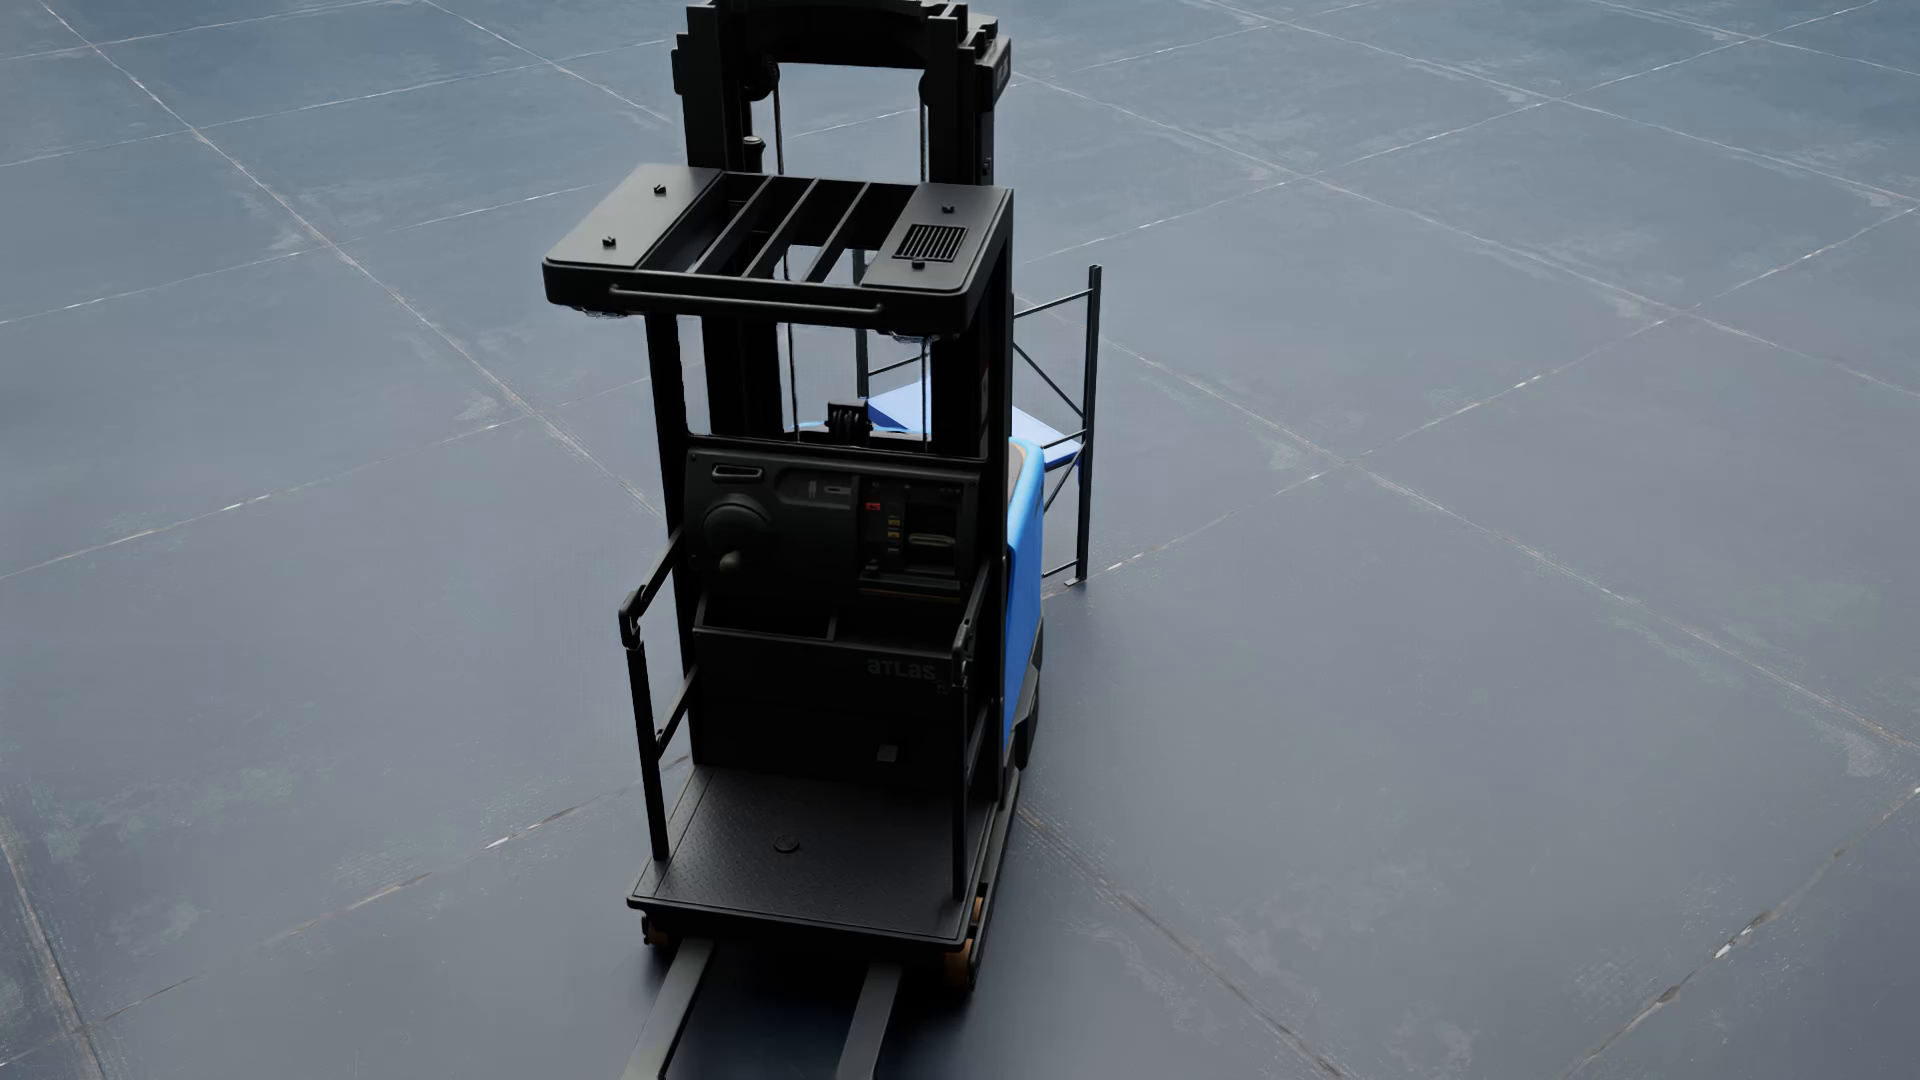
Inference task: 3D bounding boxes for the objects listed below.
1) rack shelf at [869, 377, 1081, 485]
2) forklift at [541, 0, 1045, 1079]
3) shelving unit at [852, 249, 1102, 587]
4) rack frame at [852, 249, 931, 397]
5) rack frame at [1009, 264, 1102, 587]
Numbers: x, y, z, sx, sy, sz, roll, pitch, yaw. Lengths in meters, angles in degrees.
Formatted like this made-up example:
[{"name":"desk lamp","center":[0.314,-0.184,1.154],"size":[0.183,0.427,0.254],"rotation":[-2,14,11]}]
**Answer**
[{"name":"rack shelf","center":[0.052,-0.449,7.392],"size":[0.538,0.185,1.000],"rotation":[-22,38,-31]},{"name":"forklift","center":[-0.439,-0.002,4.975],"size":[1.130,2.935,3.031],"rotation":[6,32,9]},{"name":"shelving unit","center":[0.052,-0.602,7.297],"size":[0.538,1.500,1.048],"rotation":[-22,38,-31]},{"name":"rack frame","center":[-0.259,-0.813,7.638],"size":[0.500,1.500,0.032],"rotation":[-22,38,-31]},{"name":"rack frame","center":[0.364,-0.390,6.956],"size":[0.500,1.500,0.032],"rotation":[-22,38,-31]}]
